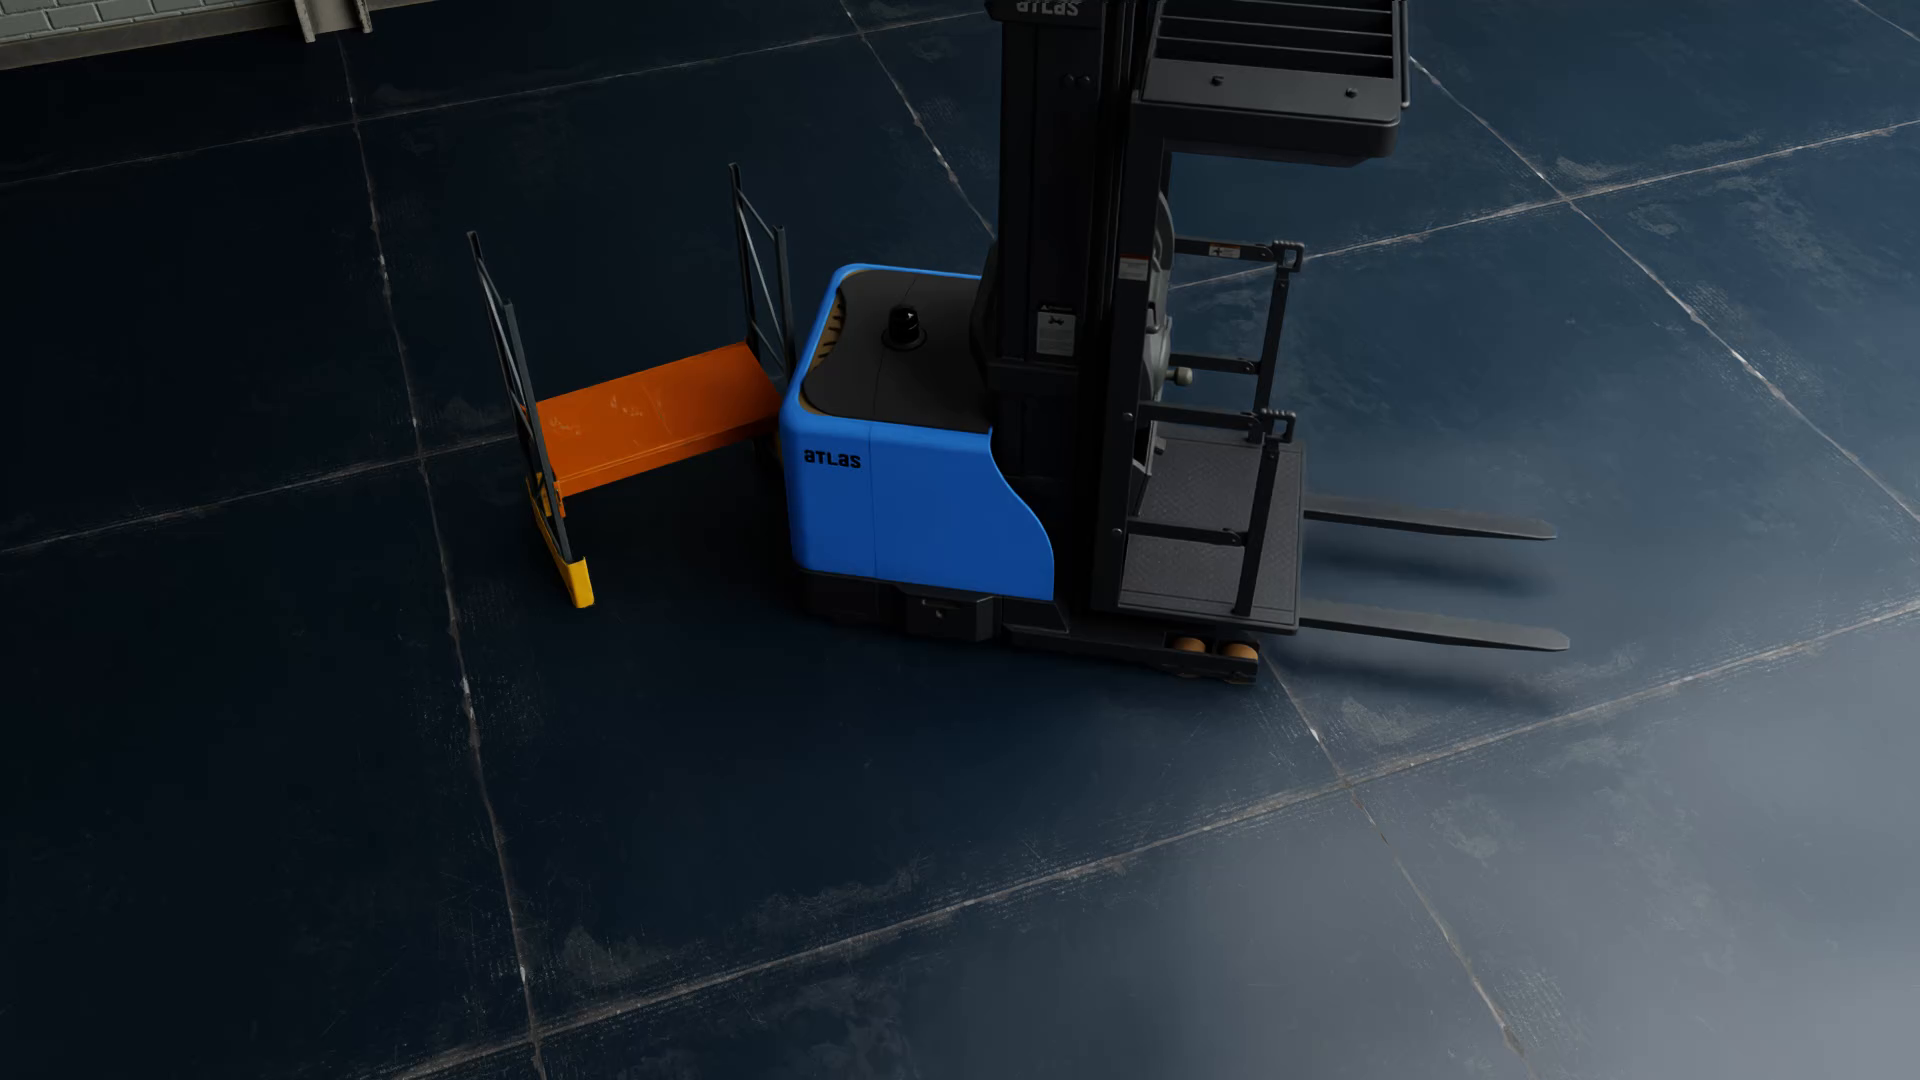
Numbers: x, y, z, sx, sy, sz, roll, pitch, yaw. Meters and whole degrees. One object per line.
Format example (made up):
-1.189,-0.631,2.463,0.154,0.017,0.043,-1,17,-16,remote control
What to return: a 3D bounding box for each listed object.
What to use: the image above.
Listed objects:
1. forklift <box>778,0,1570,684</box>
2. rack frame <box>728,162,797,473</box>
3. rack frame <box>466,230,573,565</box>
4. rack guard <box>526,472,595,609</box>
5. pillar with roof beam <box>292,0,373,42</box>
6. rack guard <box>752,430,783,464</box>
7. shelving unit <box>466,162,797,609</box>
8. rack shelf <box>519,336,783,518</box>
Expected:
0.889,-0.881,5.868,3.031,2.935,1.130,7,46,7,forklift
-0.764,-0.760,6.758,0.032,1.500,0.500,-19,48,-18,rack frame
-1.674,-0.438,6.437,0.032,1.500,0.500,-19,48,-18,rack frame
-1.657,-0.003,6.886,0.087,0.250,0.587,-19,48,-18,rack guard
-2.364,-3.467,4.162,0.400,9.000,9.100,-14,47,-14,pillar with roof beam
-0.766,-0.318,7.200,0.087,0.250,0.587,-19,48,-18,rack guard
-1.211,-0.602,6.600,1.083,1.500,0.587,-19,48,-18,shelving unit
-1.219,-0.472,6.725,1.000,0.185,0.538,-19,48,-18,rack shelf
